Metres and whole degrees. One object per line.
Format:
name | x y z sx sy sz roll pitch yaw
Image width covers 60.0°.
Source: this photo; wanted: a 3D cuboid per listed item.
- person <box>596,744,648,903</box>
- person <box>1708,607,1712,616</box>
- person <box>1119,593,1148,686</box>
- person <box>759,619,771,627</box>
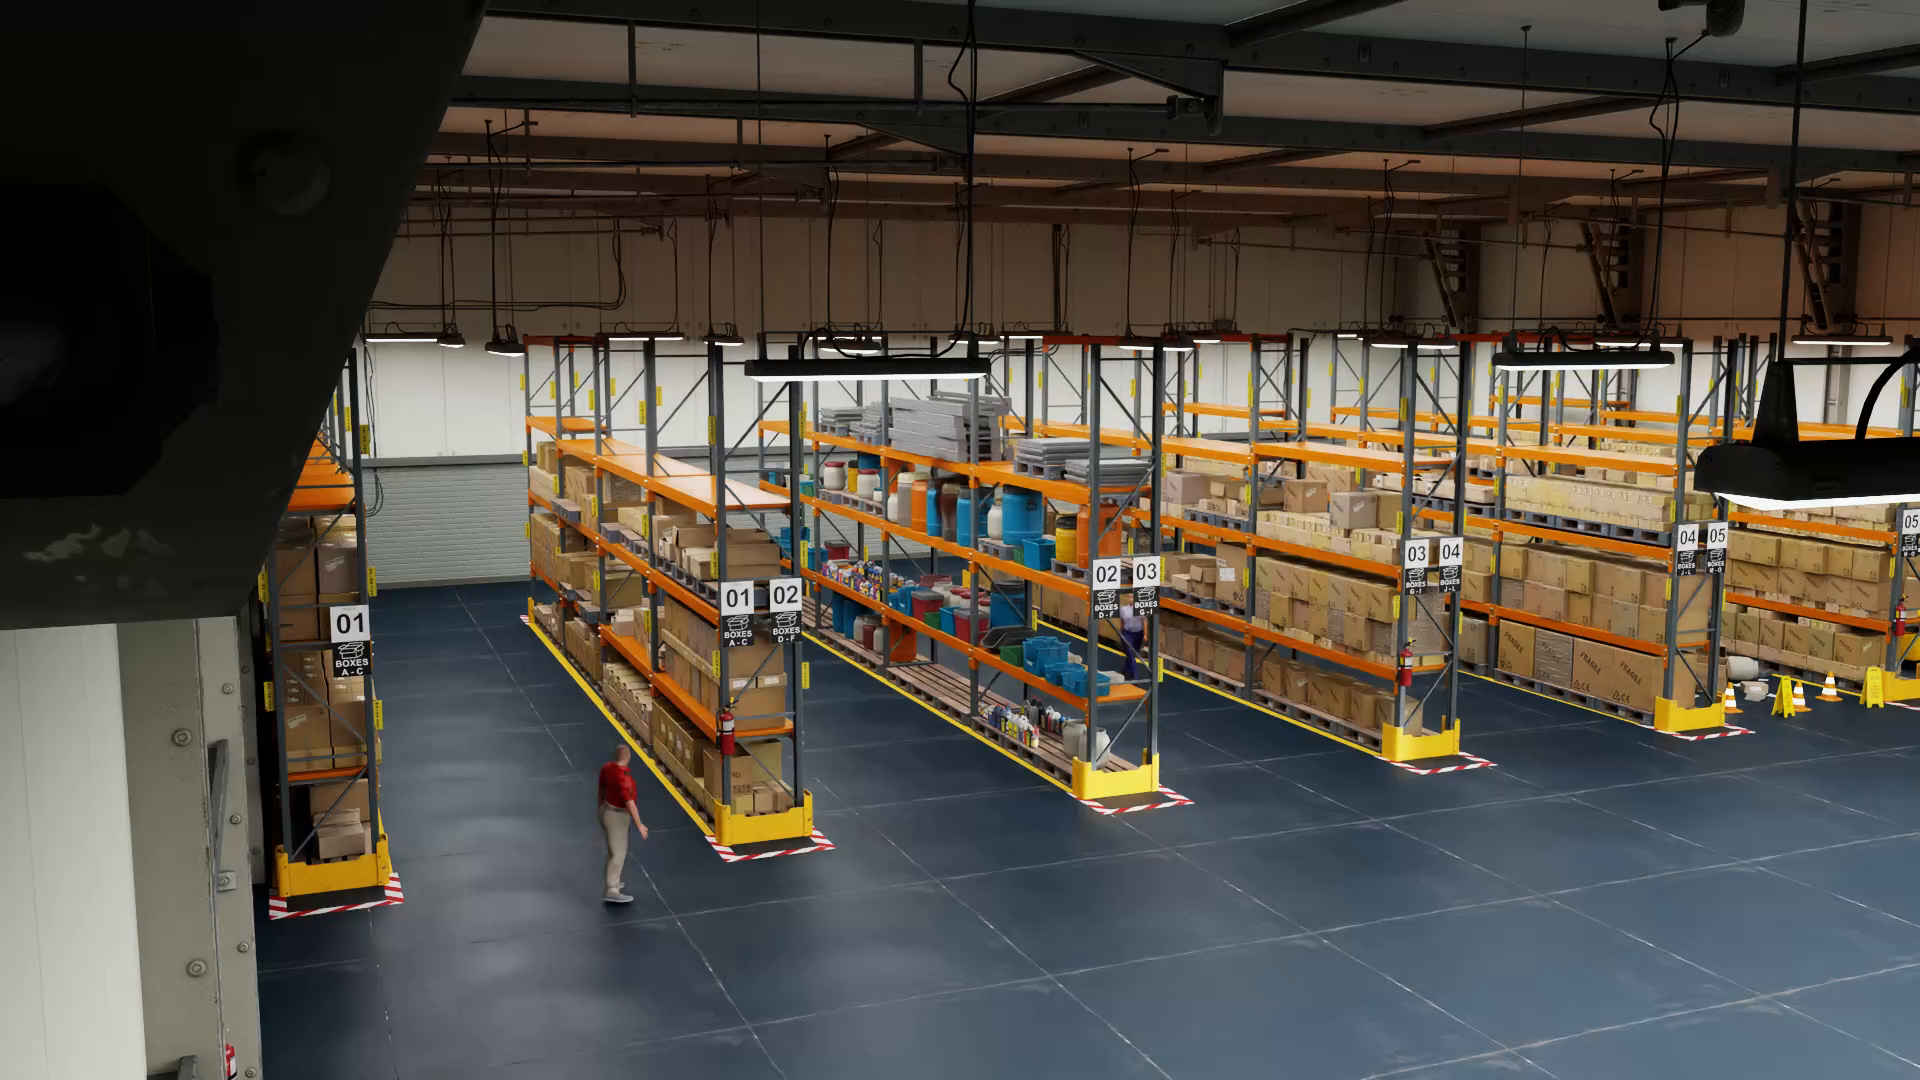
person | -3.751 3.085 18.281 0.487 1.758 0.684 -4 9 -29
person | 15.171 0.972 34.131 0.588 1.678 0.479 2 8 17
person | 3.025 1.693 28.986 0.449 1.589 0.976 -3 8 -22
person | -3.827 1.153 32.347 0.563 1.742 0.532 -1 8 -9
